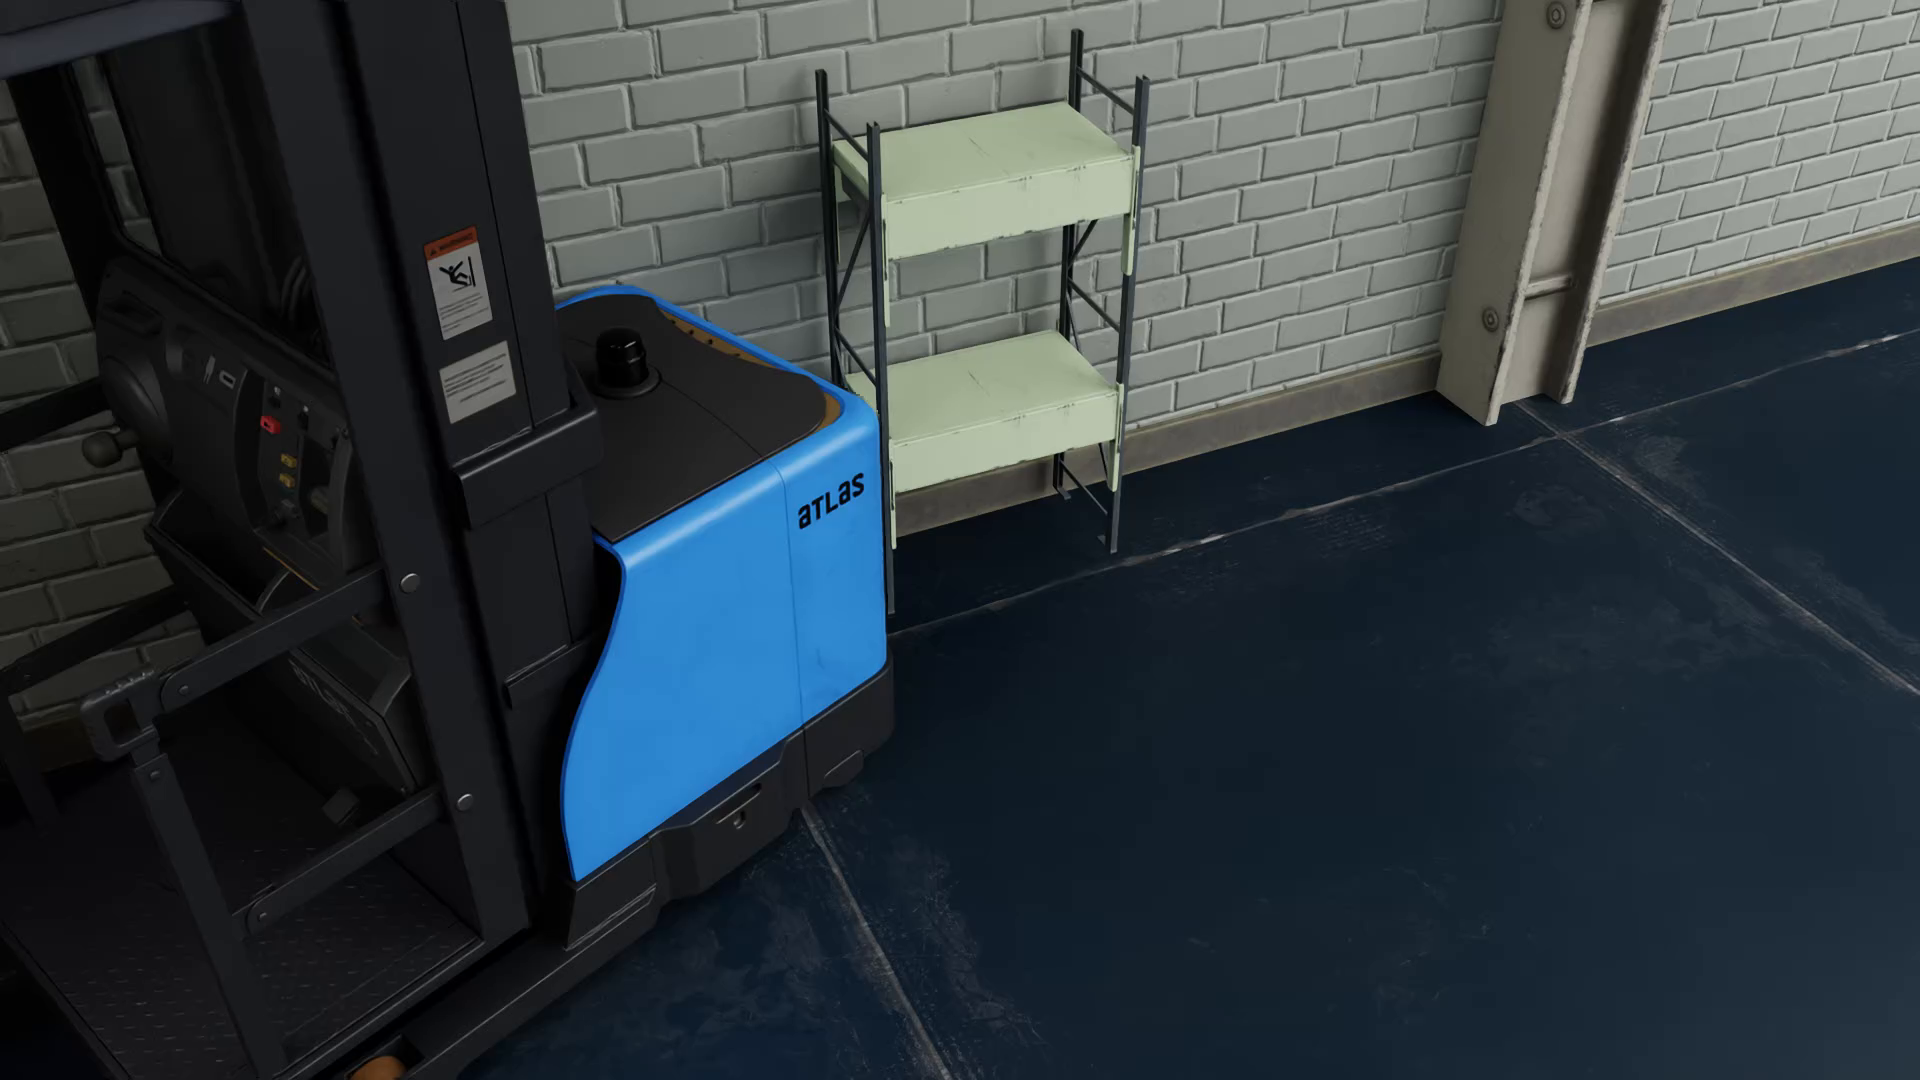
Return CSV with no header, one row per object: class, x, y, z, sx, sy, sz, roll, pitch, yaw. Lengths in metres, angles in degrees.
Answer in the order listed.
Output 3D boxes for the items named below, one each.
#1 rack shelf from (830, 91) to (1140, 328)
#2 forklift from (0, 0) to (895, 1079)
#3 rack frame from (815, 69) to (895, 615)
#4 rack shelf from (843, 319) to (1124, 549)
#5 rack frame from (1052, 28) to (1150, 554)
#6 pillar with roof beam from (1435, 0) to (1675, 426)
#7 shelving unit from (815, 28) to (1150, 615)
rack shelf,0.054,-0.893,4.437,0.720,0.370,0.431,-15,39,-19
forklift,-1.537,-0.169,3.018,1.130,2.935,3.031,28,45,33
rack frame,-0.281,-0.493,4.553,0.023,1.500,0.400,-15,39,-19
rack shelf,0.054,-0.320,4.866,0.720,0.370,0.431,-15,39,-19
rack frame,0.389,-0.669,4.788,0.023,1.500,0.400,-15,39,-19
pillar with roof beam,3.769,-1.821,0.152,0.400,9.000,9.100,-16,39,-20
shelving unit,0.054,-0.581,4.671,0.755,1.500,0.431,-15,39,-19
